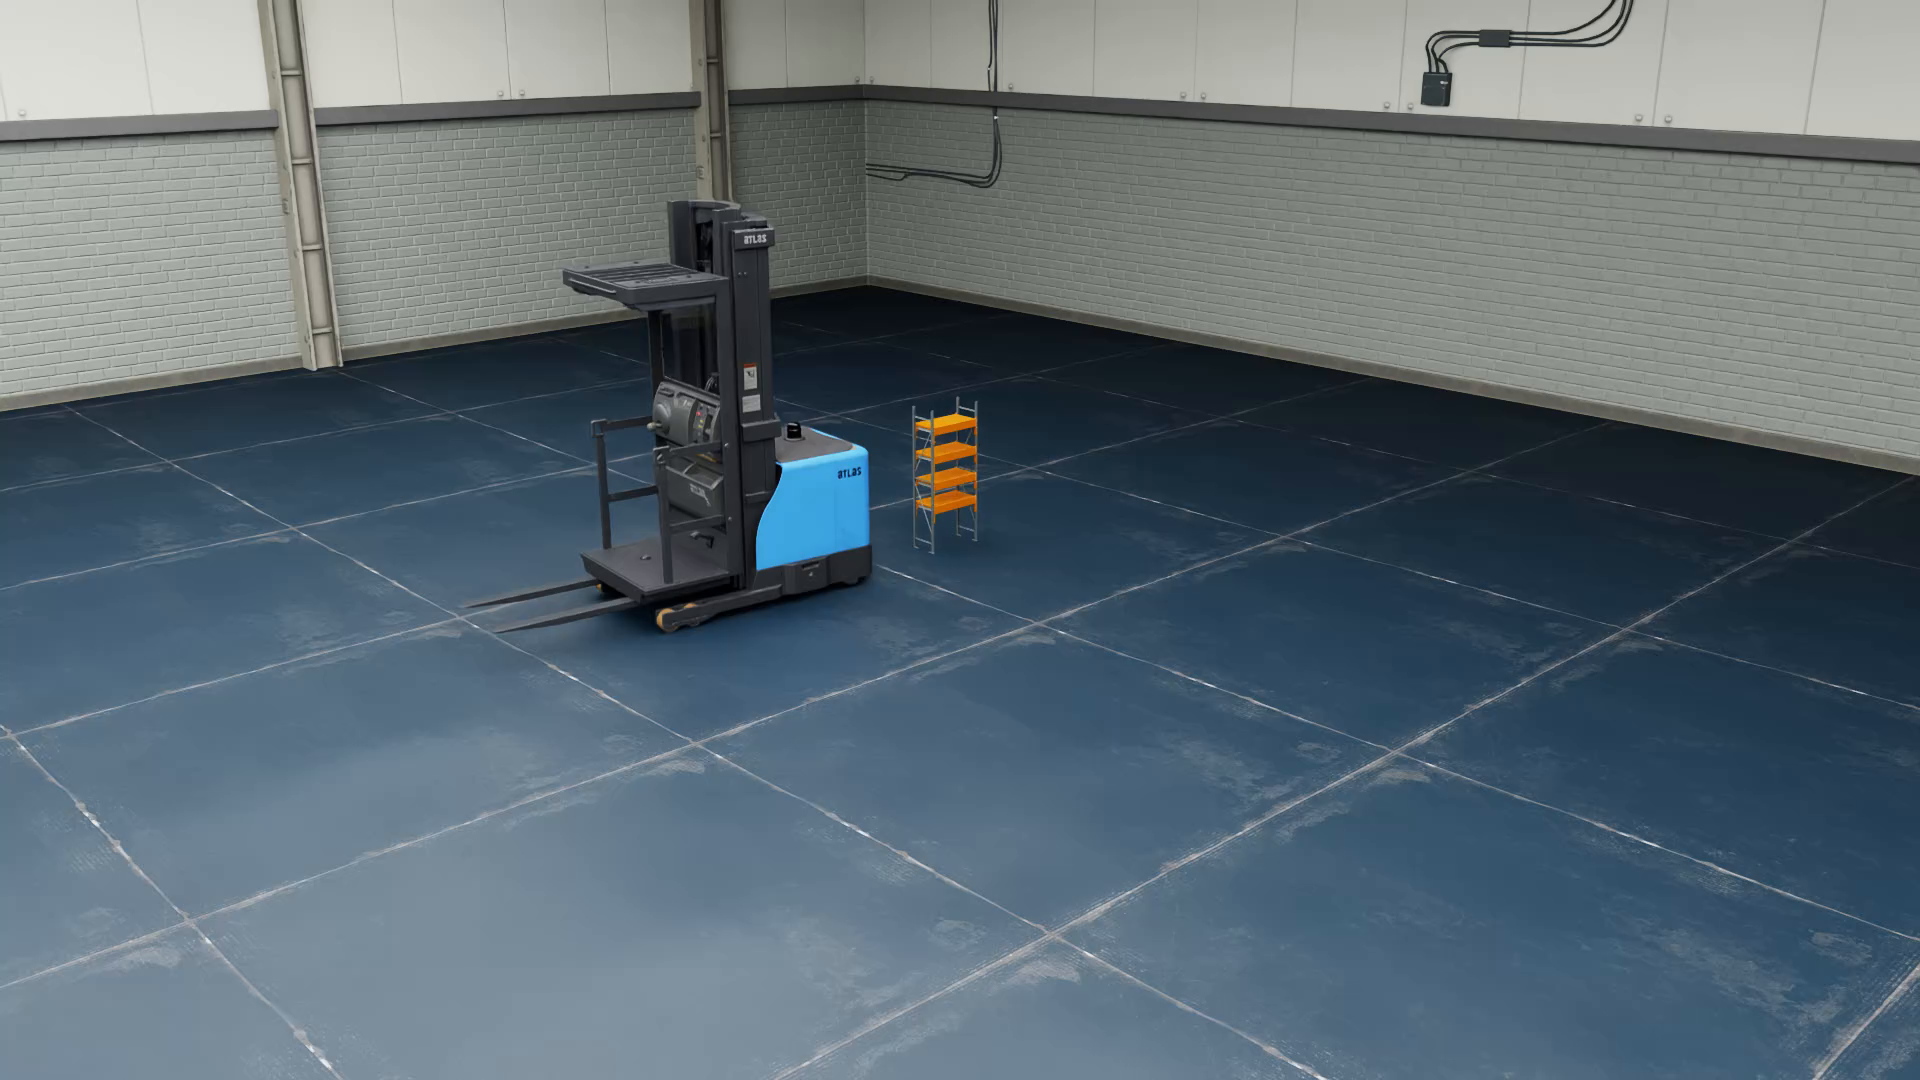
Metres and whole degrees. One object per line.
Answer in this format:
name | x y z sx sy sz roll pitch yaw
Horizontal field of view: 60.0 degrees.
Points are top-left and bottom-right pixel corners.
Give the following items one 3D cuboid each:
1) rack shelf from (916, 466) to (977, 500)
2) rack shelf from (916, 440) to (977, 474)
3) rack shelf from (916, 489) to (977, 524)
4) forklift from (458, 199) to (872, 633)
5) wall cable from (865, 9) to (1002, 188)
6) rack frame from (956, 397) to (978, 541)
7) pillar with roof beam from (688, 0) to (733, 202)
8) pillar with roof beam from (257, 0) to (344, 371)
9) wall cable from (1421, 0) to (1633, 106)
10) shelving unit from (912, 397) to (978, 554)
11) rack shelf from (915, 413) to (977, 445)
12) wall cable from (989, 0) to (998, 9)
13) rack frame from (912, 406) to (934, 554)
rack shelf | -0.120 -0.472 13.712 0.480 0.148 0.258 -16 24 -41
rack shelf | -0.120 -0.684 13.643 0.480 0.148 0.258 -16 24 -41
rack shelf | -0.120 -0.283 13.773 0.480 0.148 0.258 -16 24 -41
forklift | -2.167 -0.916 12.059 3.031 2.935 1.130 -13 22 -35
wall cable | -0.493 -6.556 24.651 0.112 2.526 3.097 -16 24 -41
rack frame | 0.057 -0.587 13.851 0.015 1.200 0.240 -16 24 -41
pillar with roof beam | -0.585 -6.741 20.185 0.400 9.000 9.100 -16 24 -41
pillar with roof beam | -4.944 -5.469 16.263 0.400 9.000 9.100 -16 24 -41
wall cable | 6.018 -7.520 17.075 0.169 6.003 2.305 -16 24 -41
shelving unit | -0.120 -0.536 13.691 0.503 1.200 0.258 -16 24 -41
rack shelf | -0.120 -0.909 13.570 0.480 0.148 0.258 -16 24 -41
wall cable | 1.365 -8.353 22.002 0.112 2.526 3.097 -16 24 -41
rack frame | -0.298 -0.484 13.532 0.015 1.200 0.240 -16 24 -41
